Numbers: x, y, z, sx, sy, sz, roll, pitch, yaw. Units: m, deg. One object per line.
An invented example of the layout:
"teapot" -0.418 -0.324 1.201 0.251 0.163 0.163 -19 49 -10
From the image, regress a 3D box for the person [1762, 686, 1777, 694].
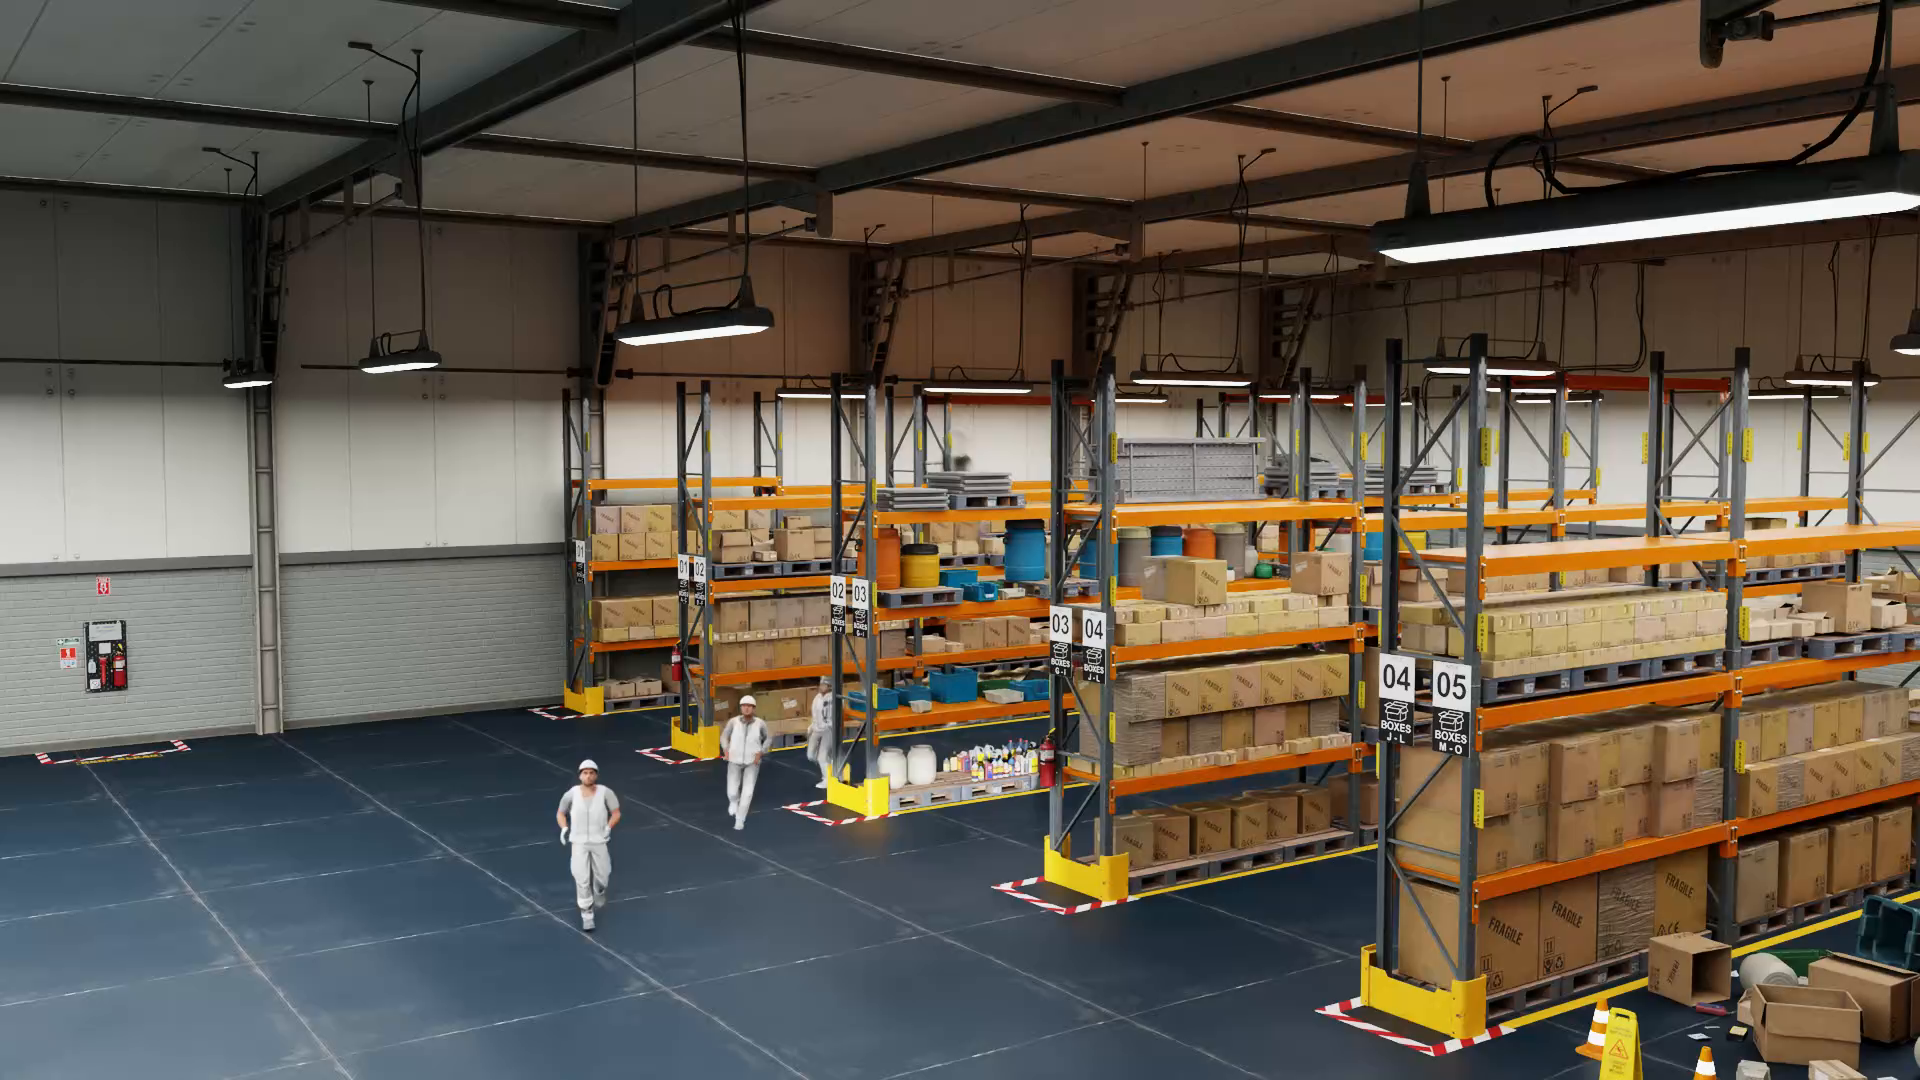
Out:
"person" 11.607 2.873 23.872 0.904 1.577 0.527 -2 4 -33

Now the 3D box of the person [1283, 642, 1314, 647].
"person" 6.312 2.254 31.752 0.718 1.775 0.709 -3 5 -40

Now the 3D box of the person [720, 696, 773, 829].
"person" -2.813 2.904 21.923 0.687 1.733 0.595 0 4 -3

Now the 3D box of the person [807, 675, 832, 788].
"person" -1.981 2.788 24.254 0.600 1.650 0.540 3 5 39

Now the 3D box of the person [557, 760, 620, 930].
"person" -3.900 3.172 17.469 0.659 1.742 0.709 -1 4 -11
